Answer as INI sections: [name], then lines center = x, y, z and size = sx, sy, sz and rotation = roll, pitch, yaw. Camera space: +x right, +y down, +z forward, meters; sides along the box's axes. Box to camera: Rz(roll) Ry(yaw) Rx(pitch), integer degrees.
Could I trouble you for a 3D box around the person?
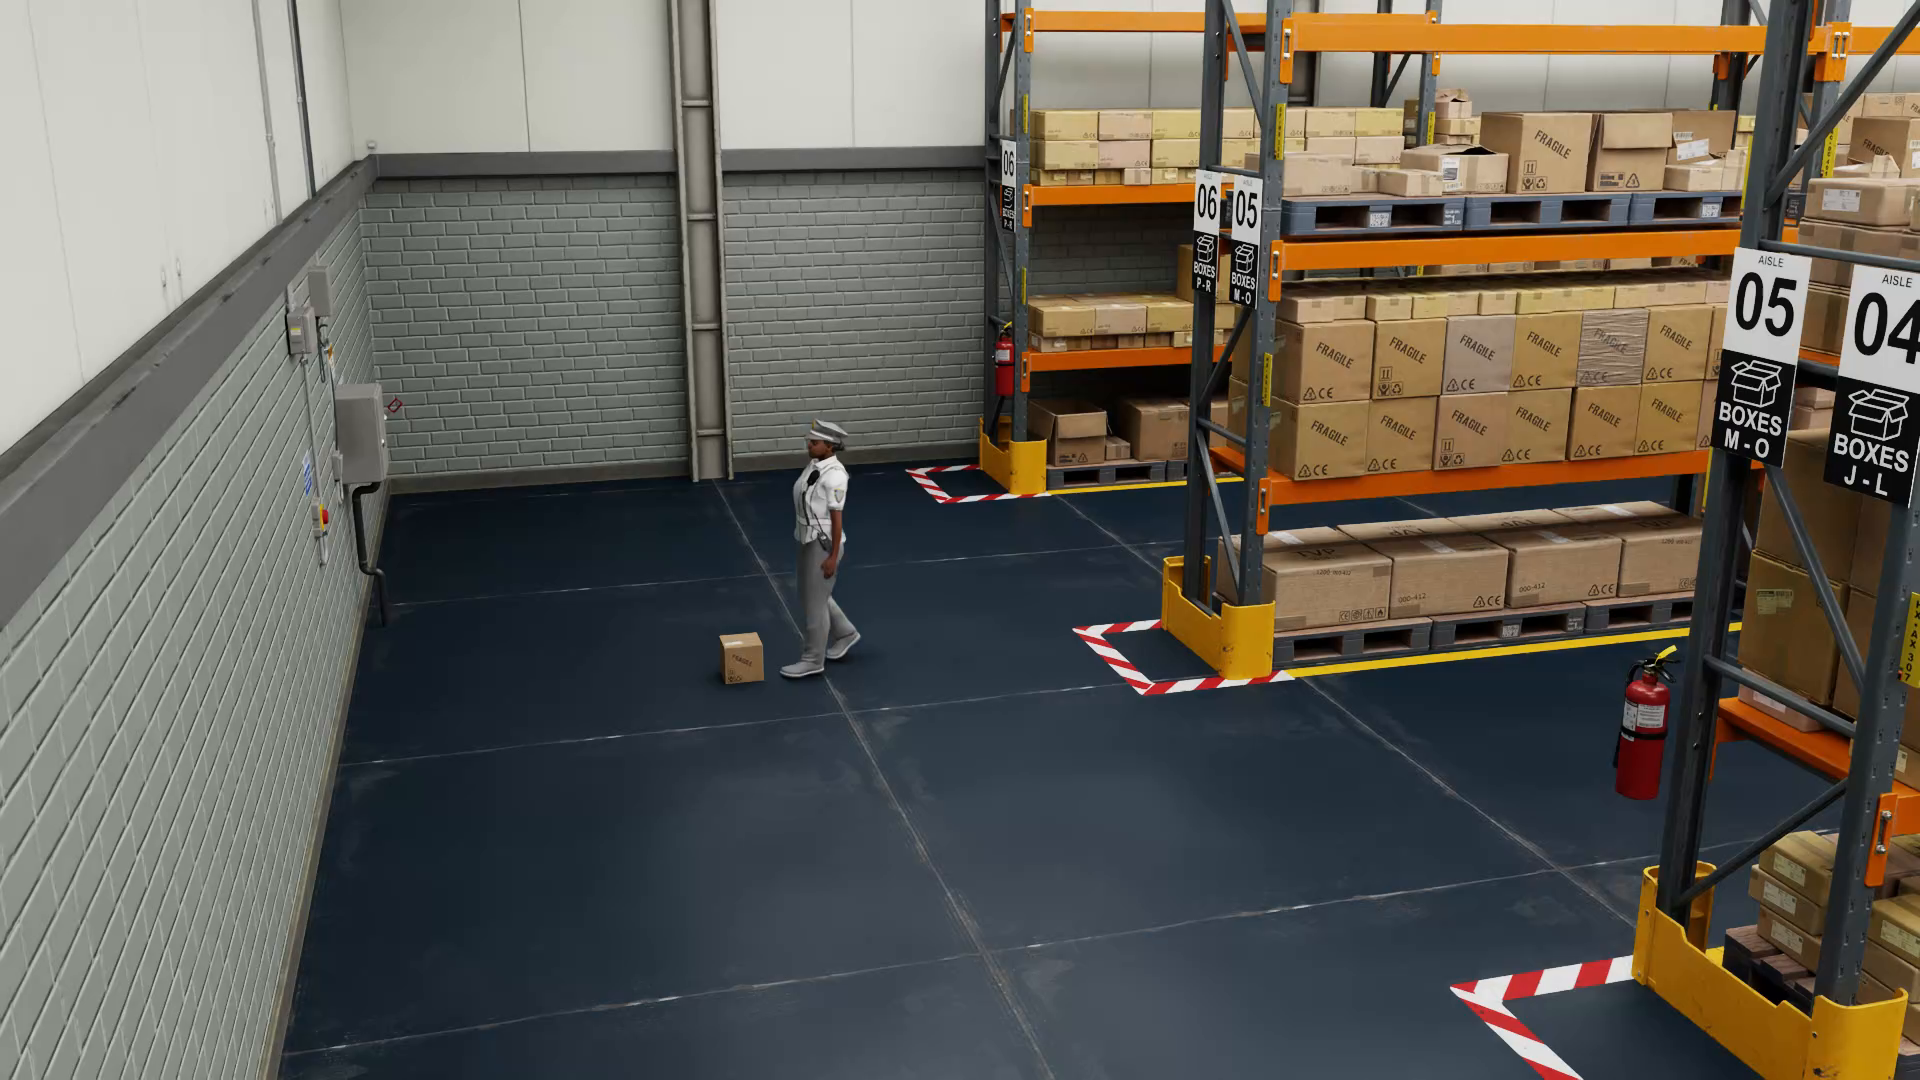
[person]
center = -0.919, 0.033, 10.835
size = 0.616, 1.685, 0.465
rotation = -6, 17, -21
